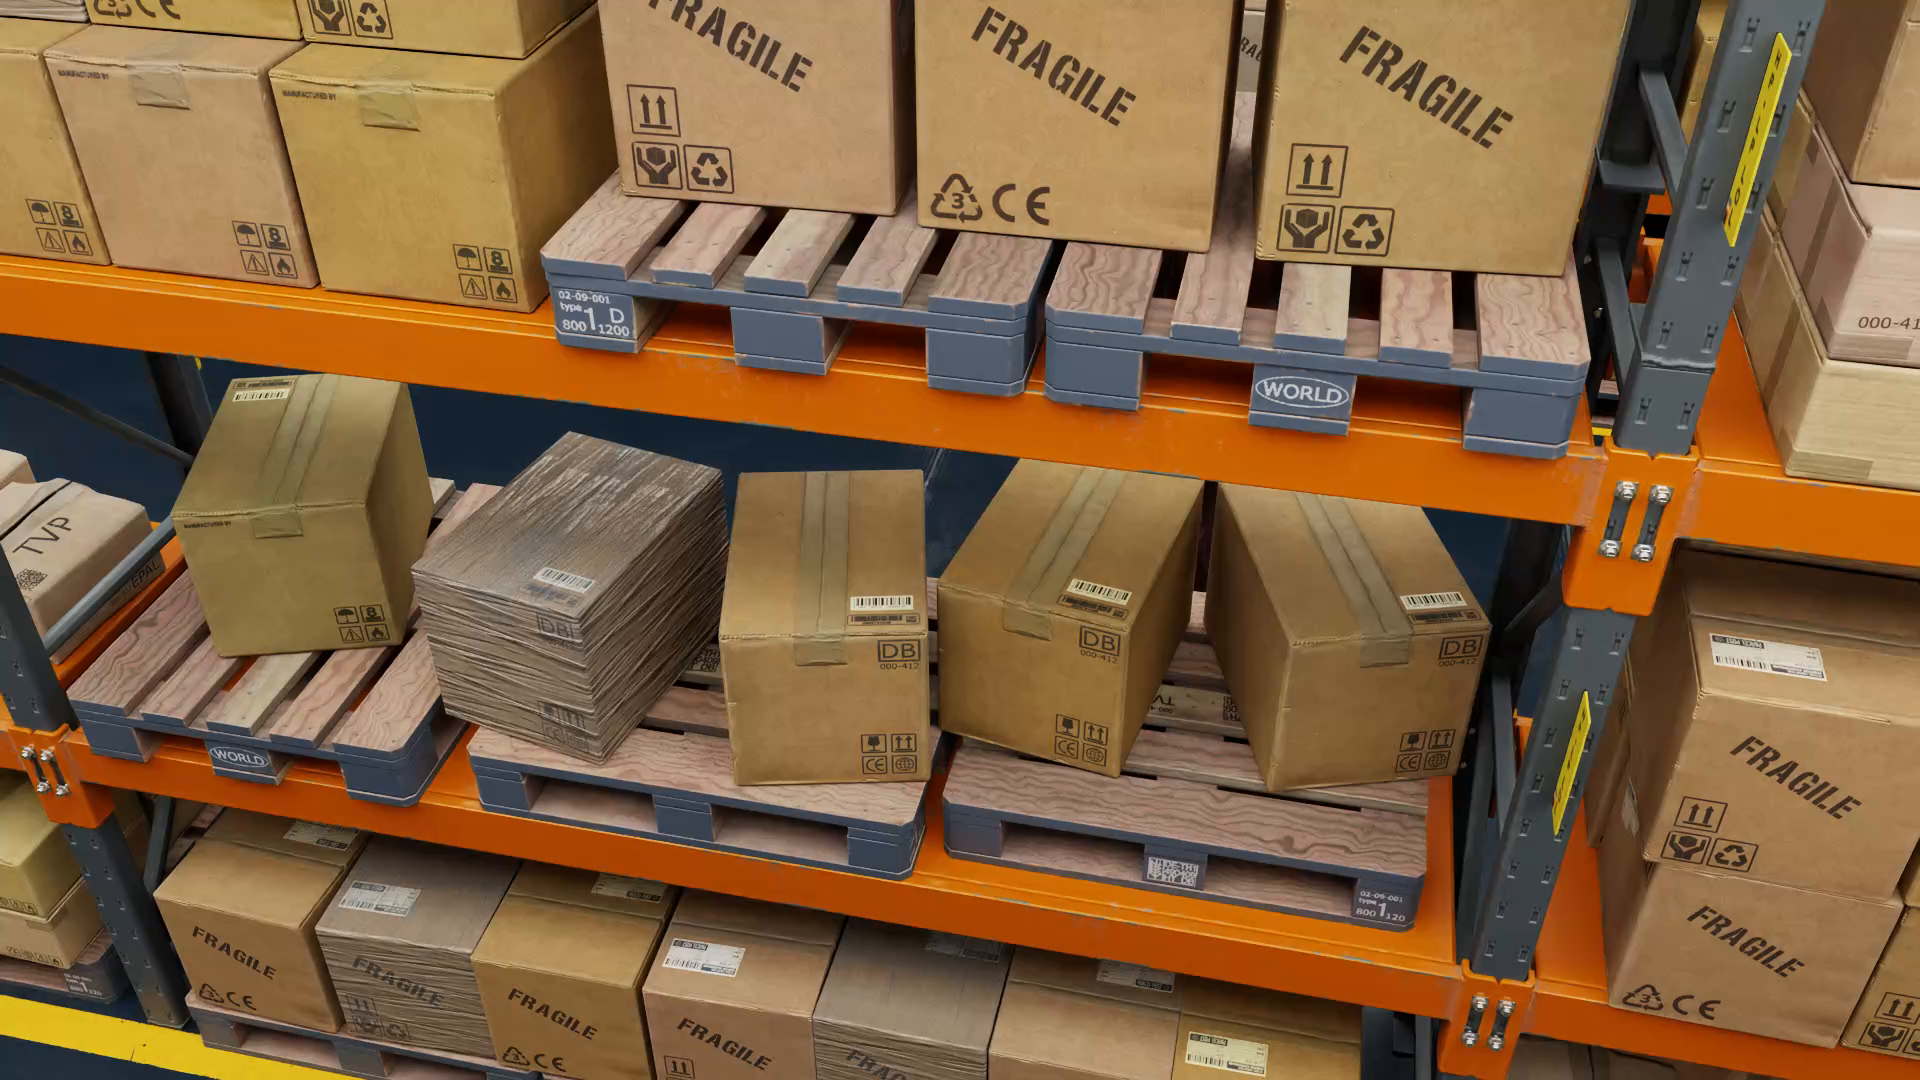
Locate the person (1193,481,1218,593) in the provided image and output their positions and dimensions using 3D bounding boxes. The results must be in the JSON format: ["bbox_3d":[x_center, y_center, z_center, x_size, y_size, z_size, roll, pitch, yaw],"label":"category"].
[{"bbox_3d":[0.898,-0.074,6.274,0.381,1.782,0.562,8,37,11],"label":"person"}]
